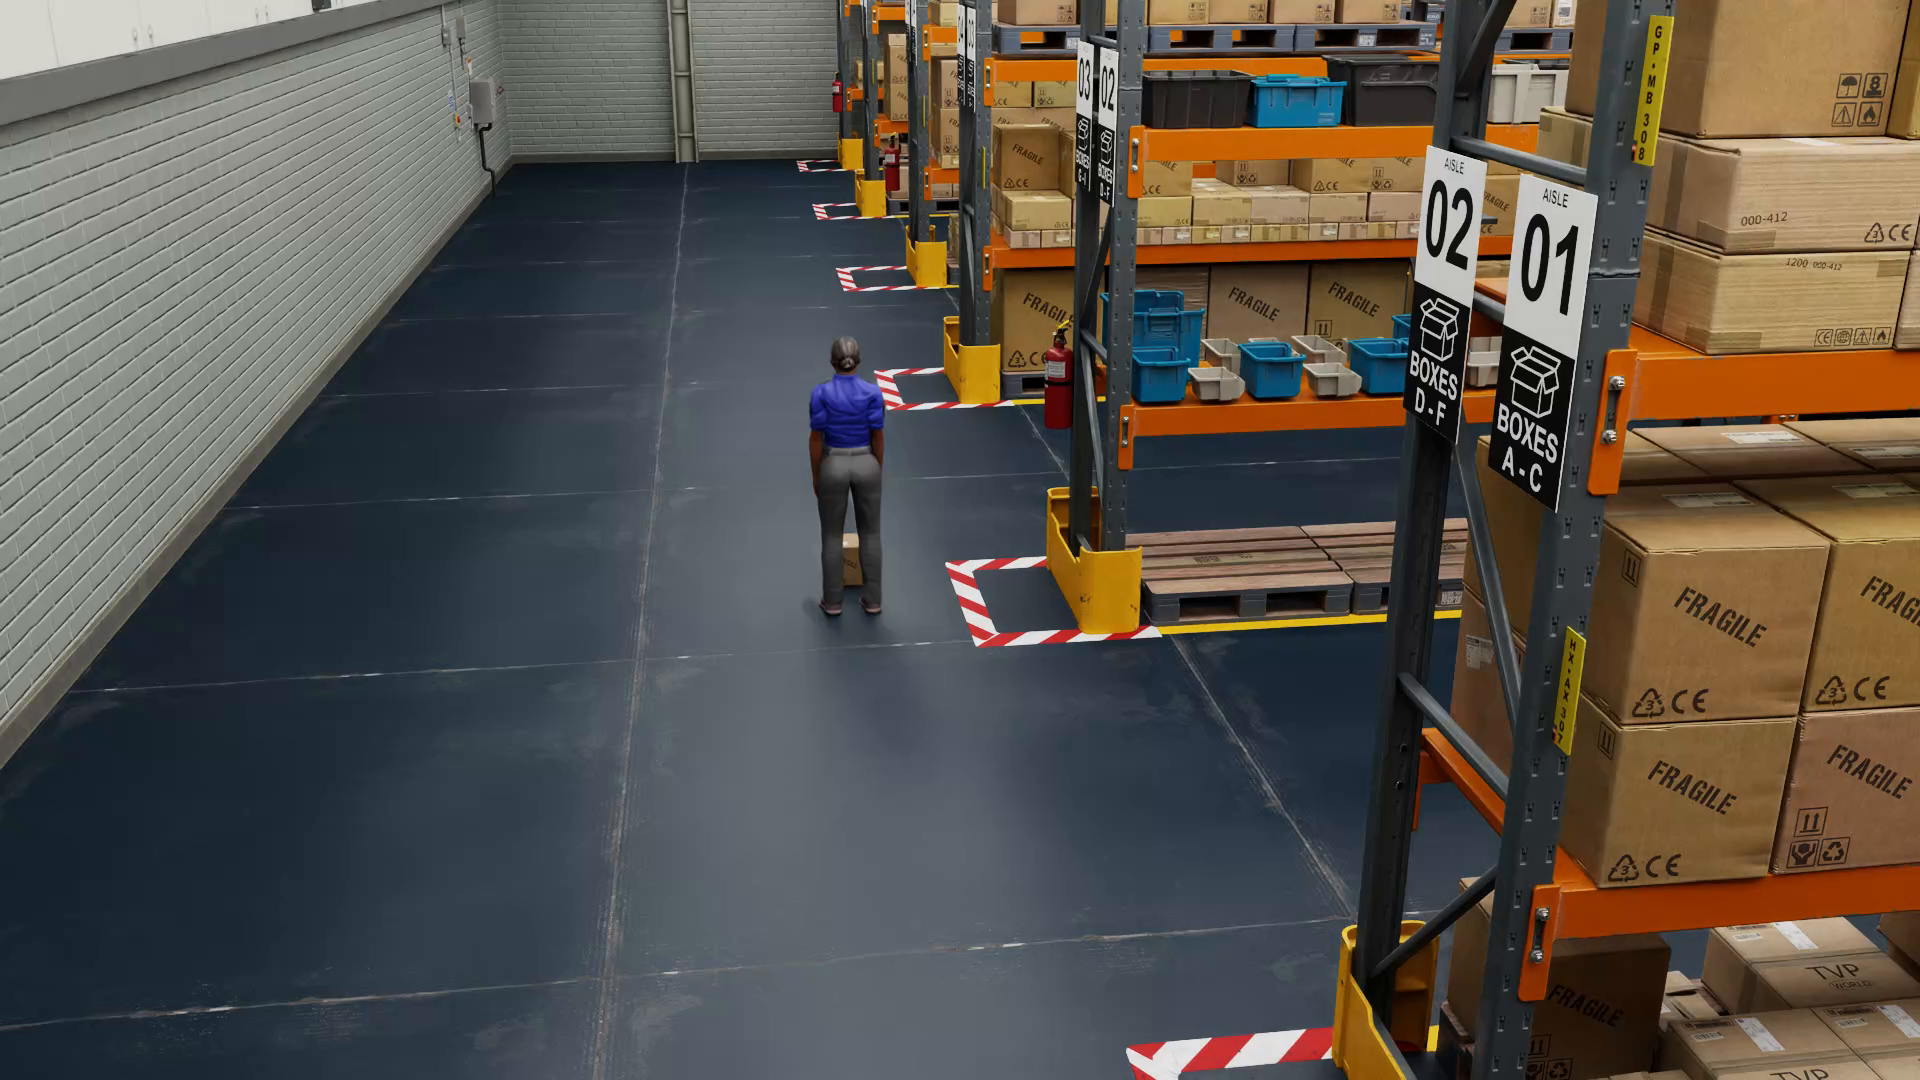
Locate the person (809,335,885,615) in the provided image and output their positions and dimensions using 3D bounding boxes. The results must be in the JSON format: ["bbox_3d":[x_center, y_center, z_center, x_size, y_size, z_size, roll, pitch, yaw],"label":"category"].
[{"bbox_3d":[-0.650,-0.366,9.601,0.436,1.649,0.314,-2,20,-6],"label":"person"}]
